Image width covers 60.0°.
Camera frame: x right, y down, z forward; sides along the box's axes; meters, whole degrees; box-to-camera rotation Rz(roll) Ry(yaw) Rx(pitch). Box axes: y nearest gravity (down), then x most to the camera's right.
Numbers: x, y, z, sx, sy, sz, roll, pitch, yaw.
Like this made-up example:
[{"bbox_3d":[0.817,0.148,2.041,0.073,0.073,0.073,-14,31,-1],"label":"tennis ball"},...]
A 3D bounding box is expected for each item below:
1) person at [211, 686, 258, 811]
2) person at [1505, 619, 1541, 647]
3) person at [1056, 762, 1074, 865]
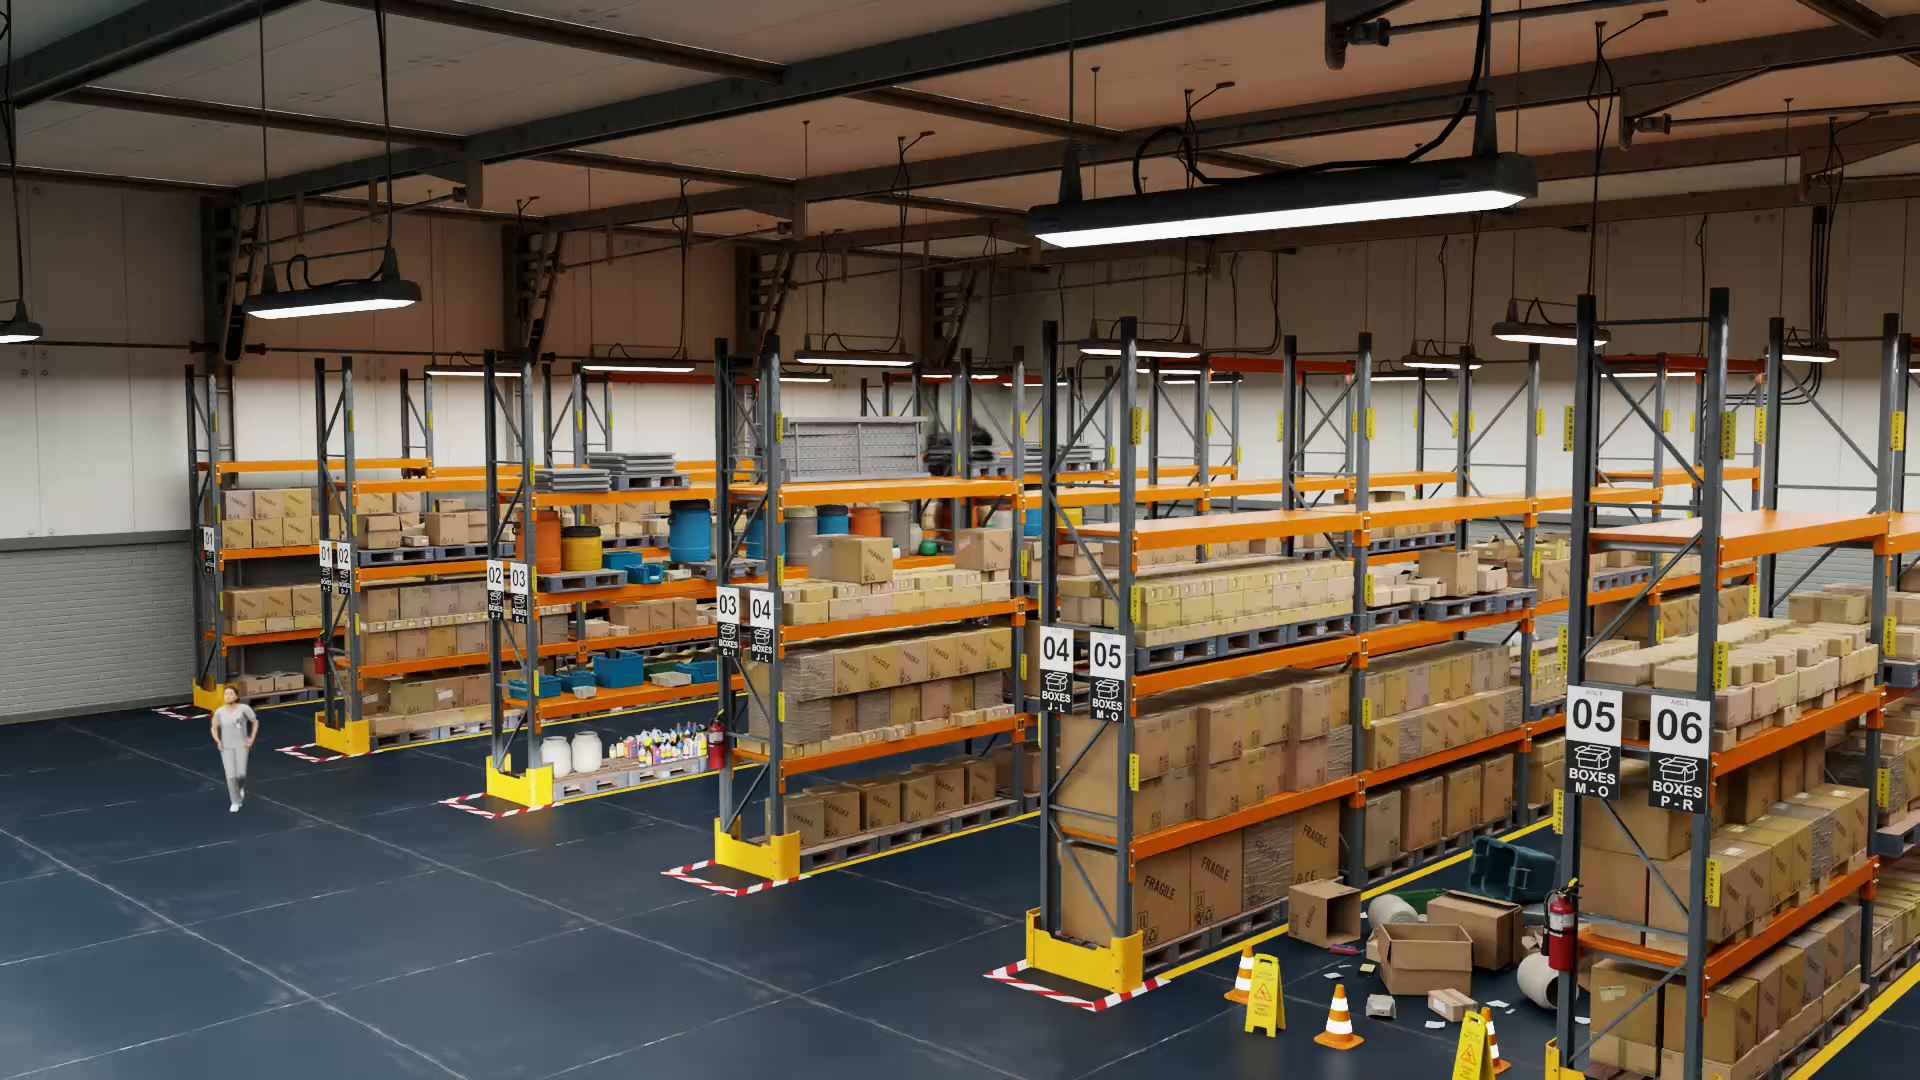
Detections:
[{"bbox_3d":[-9.434,2.706,21.623,0.571,1.625,0.535,-1,5,-15],"label":"person"},{"bbox_3d":[9.777,2.113,28.903,0.605,1.659,0.915,2,5,21],"label":"person"},{"bbox_3d":[1.148,2.968,17.639,0.597,1.687,0.652,-4,6,-44],"label":"person"}]
